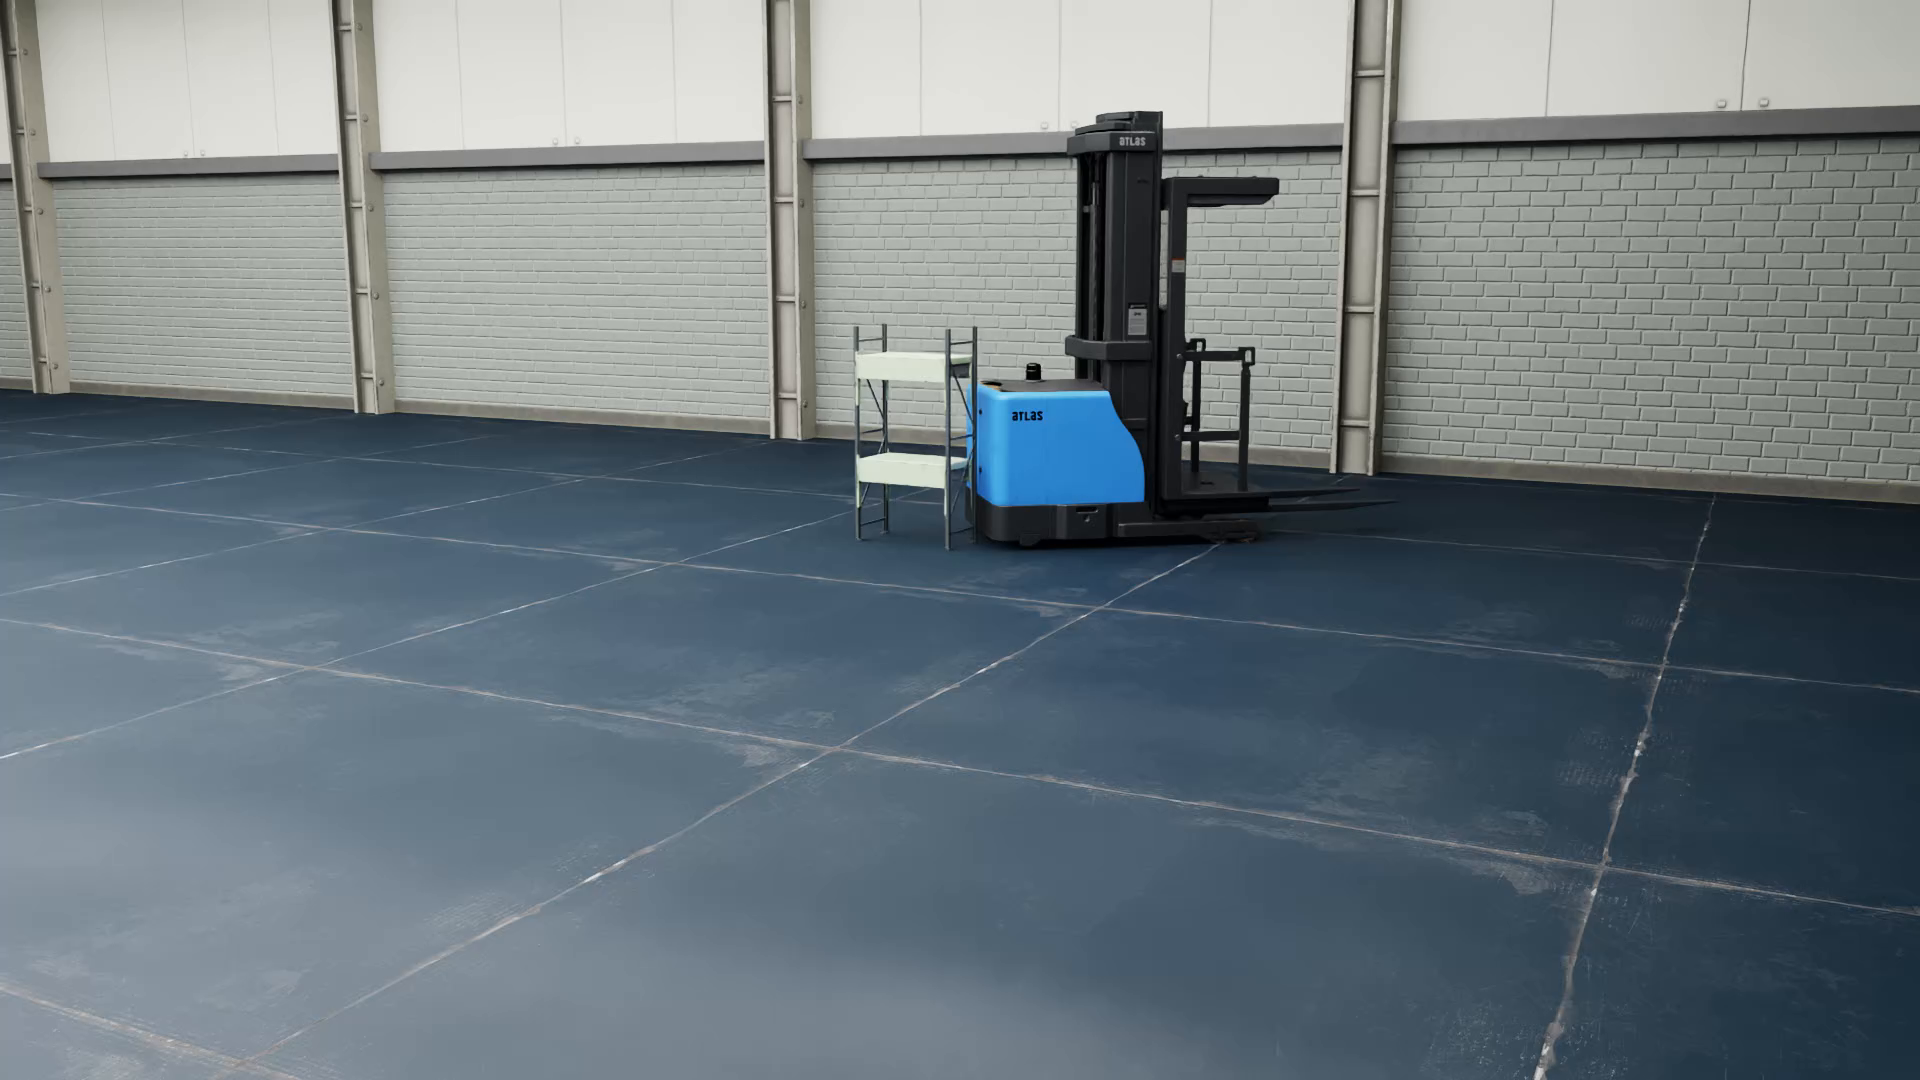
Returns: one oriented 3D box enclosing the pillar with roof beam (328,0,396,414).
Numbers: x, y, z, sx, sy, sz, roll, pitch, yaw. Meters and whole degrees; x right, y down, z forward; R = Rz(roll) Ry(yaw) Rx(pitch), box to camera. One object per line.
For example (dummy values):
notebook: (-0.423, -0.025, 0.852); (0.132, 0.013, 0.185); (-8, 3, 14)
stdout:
pillar with roof beam: (-9.064, -5.306, 15.778); (0.400, 9.000, 9.100); (5, 11, 26)

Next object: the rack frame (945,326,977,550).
rack frame: (0.011, -0.699, 11.378); (0.023, 1.500, 0.400); (6, 12, 29)

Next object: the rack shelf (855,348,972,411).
rack shelf: (-0.307, -1.115, 11.487); (0.720, 0.370, 0.431); (6, 12, 29)

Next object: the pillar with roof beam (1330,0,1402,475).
pillar with roof beam: (1.697, -4.360, 10.553); (0.400, 9.000, 9.100); (5, 11, 26)

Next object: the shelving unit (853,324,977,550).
shelving unit: (-0.307, -0.731, 11.557); (0.755, 1.500, 0.431); (6, 12, 29)

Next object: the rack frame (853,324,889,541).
rack frame: (-0.625, -0.763, 11.735); (0.023, 1.500, 0.400); (6, 12, 29)

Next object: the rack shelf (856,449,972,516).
rack shelf: (-0.307, -0.410, 11.615); (0.720, 0.370, 0.431); (6, 12, 29)

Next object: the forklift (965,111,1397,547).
forklift: (1.608, -1.506, 11.819); (3.031, 2.935, 1.130); (-2, 10, -11)

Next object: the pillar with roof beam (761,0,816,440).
pillar with roof beam: (-3.684, -4.833, 13.165); (0.400, 9.000, 9.100); (5, 11, 26)

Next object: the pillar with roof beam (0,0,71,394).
pillar with roof beam: (-14.445, -5.778, 18.390); (0.400, 9.000, 9.100); (5, 11, 26)
